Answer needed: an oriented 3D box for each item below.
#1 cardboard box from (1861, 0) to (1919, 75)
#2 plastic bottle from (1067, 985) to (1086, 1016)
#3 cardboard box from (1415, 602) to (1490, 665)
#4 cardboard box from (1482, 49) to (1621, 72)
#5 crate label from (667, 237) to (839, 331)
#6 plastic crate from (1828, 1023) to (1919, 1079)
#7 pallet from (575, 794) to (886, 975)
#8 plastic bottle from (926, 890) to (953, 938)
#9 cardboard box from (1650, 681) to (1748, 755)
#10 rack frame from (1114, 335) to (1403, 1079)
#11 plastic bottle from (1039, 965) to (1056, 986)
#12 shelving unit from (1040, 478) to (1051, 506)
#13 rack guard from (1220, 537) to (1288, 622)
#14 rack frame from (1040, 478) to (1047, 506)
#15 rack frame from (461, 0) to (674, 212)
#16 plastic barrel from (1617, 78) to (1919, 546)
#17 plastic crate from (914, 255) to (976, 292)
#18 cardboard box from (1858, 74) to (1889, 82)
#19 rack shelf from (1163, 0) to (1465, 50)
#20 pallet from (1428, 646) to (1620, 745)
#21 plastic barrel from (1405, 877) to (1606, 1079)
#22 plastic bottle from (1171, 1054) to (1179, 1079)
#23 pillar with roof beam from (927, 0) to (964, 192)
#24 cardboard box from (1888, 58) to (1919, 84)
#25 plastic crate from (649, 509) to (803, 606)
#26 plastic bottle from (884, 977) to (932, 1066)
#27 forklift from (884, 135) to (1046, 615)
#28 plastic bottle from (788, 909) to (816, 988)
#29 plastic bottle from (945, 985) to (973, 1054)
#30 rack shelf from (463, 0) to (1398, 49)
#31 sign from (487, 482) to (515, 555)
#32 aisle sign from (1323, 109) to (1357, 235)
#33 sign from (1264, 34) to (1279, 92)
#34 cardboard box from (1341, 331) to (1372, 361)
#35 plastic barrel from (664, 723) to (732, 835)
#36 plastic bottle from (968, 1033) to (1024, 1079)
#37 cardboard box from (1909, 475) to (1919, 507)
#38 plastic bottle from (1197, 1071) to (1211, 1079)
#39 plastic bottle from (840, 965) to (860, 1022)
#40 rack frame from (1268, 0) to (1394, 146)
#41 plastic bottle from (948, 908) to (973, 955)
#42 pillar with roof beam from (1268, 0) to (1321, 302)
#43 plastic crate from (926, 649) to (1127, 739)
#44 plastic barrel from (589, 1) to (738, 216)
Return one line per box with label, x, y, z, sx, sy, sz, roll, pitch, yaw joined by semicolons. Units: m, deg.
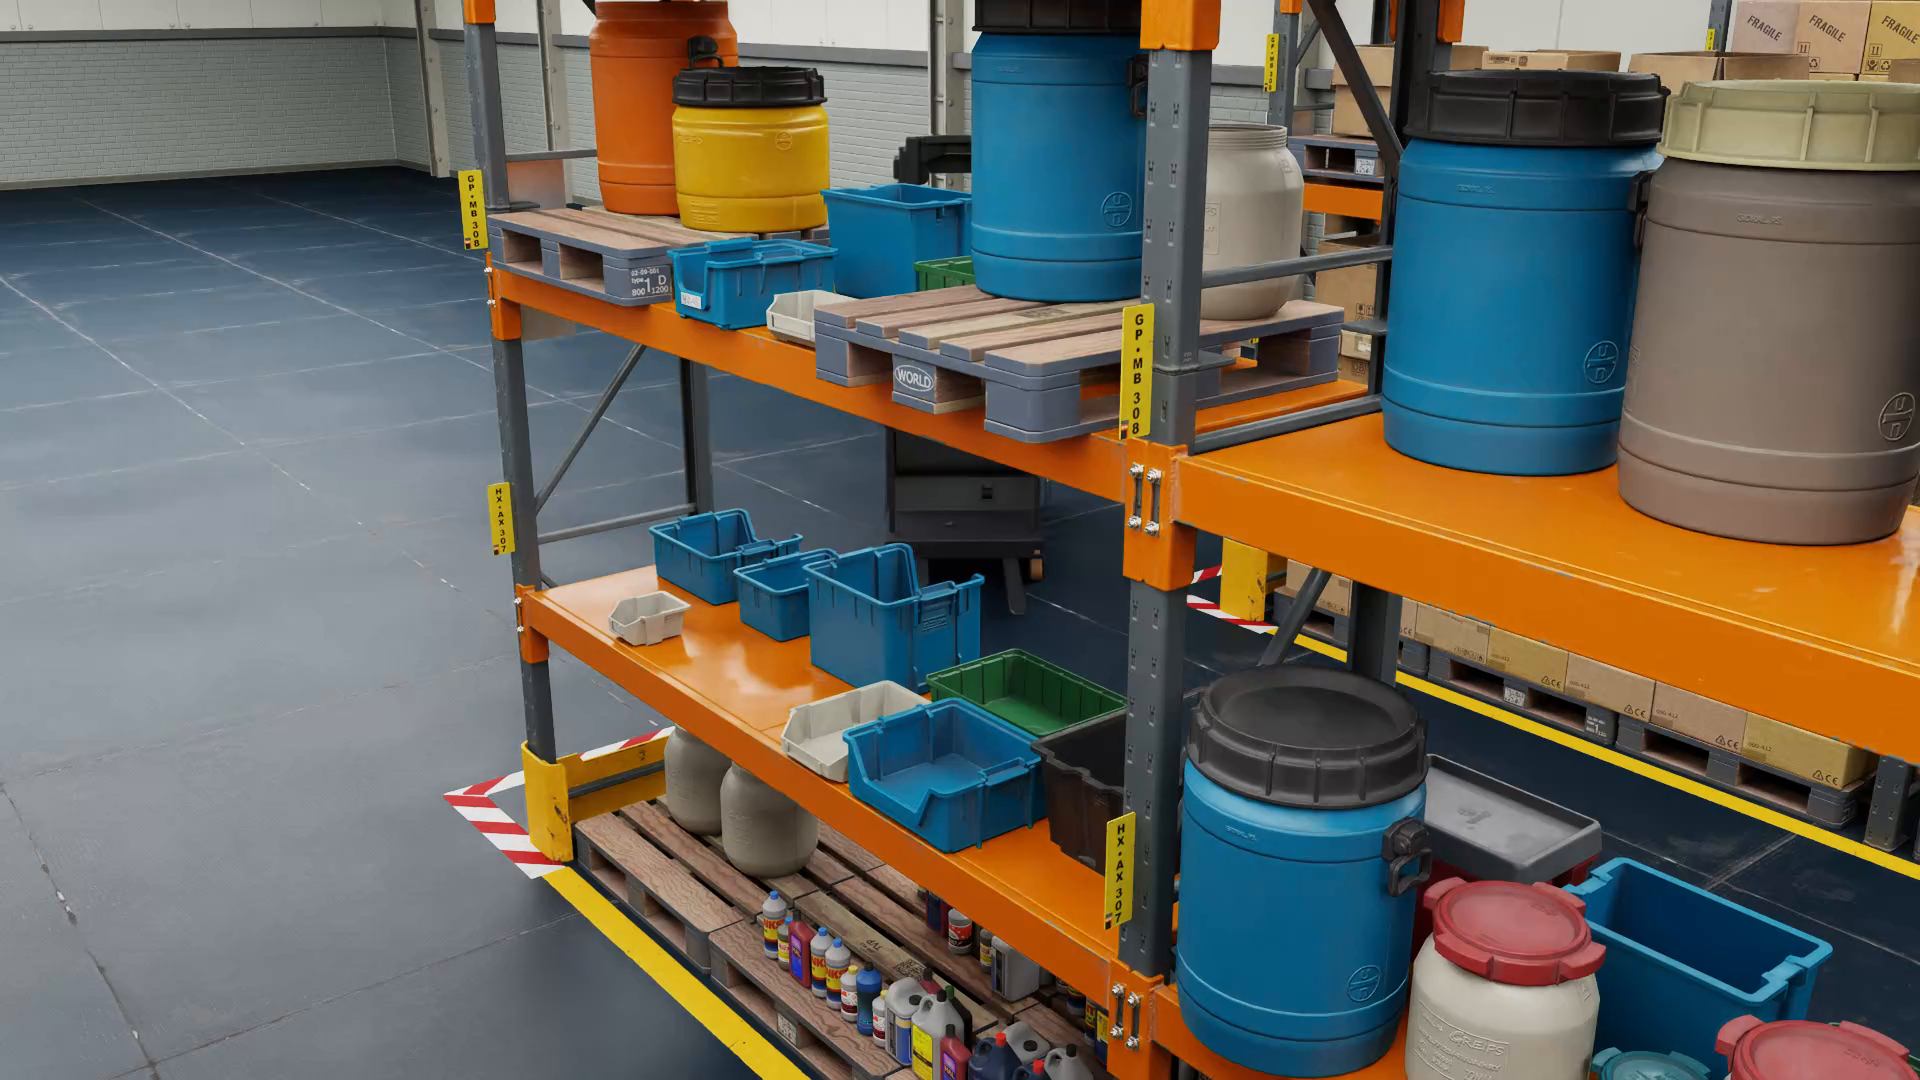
cardboard box;6.797;-3.558;11.784;0.500;0.500;0.500;-13;22;-35
plastic bottle;0.453;1.647;6.256;0.097;0.271;0.097;0;18;0
cardboard box;3.050;0.492;9.810;0.500;0.250;0.500;-14;23;-36
cardboard box;3.085;-2.310;8.744;0.500;0.500;0.500;-14;23;-36
crate label;-0.714;-0.897;5.764;0.502;0.251;0.408;-14;23;-36
plastic crate;2.169;1.391;3.727;0.450;0.188;0.662;-14;23;-36
pallet;-1.033;1.465;7.601;1.003;0.211;1.213;-14;23;-36
plastic bottle;-0.081;1.467;6.782;0.061;0.283;0.133;-14;23;-36
cardboard box;3.990;0.860;8.700;0.500;0.250;0.500;-14;23;-36
rack frame;0.867;0.916;4.823;1.000;3.000;0.127;-14;23;-36
plastic bottle;0.310;1.534;6.472;0.144;0.351;0.185;-14;23;-37
shelving unit;0.592;-0.737;13.156;0.258;0.900;0.210;4;19;12
rack guard;2.253;0.146;11.127;1.175;0.500;0.348;-14;23;-36
rack frame;0.570;-0.706;13.062;0.240;0.900;0.006;4;19;12
rack frame;-1.617;-2.917;6.856;1.000;3.000;0.127;-14;23;-36
plastic barrel;1.759;-0.501;3.535;0.600;0.901;0.600;0;18;0
plastic crate;0.100;-0.849;5.719;0.336;0.188;0.450;-14;23;-36
cardboard box;6.792;-3.086;11.948;0.500;0.500;0.500;-13;22;-34
rack shelf;2.108;-0.907;2.567;1.077;0.370;4.000;-14;23;-36
pallet;3.529;0.769;9.703;1.003;0.211;1.213;-14;23;-36
plastic barrel;1.289;1.131;3.960;0.433;0.535;0.433;0;18;0
plastic bottle;0.707;1.780;5.837;0.061;0.283;0.133;-14;23;-36
pillar with roof beam;-3.564;-6.964;19.077;9.100;9.000;0.400;-14;23;-36
cardboard box;4.646;-1.962;7.695;0.500;0.500;0.500;-12;22;-32
plastic crate;-1.072;0.066;7.627;0.499;0.251;0.616;-14;23;-36
plastic bottle;-0.177;1.730;5.998;0.152;0.276;0.135;-13;23;-35
forklift;0.022;-1.195;11.309;1.130;2.935;3.031;0;18;-1
plastic bottle;-0.609;1.578;6.445;0.061;0.283;0.133;-14;23;-35
plastic bottle;-0.015;1.741;5.953;0.061;0.283;0.133;-14;23;-36
rack shelf;-0.375;-1.893;5.544;1.077;0.370;4.000;-14;23;-36
sign;-2.051;-0.094;7.435;0.100;0.325;0.005;-14;23;-36
aisle sign;2.458;-2.343;10.530;0.394;0.787;0.004;-14;23;-36
sign;1.829;-2.805;9.772;0.100;0.325;0.005;-14;23;-36
cardboard box;2.509;-1.187;9.985;0.380;0.149;0.250;-15;23;-37
plastic barrel;-1.148;1.060;7.680;0.421;0.512;0.421;0;18;0
plastic bottle;0.122;1.815;5.622;0.144;0.351;0.185;-15;24;-39
cardboard box;4.471;-0.205;8.050;0.700;0.500;0.500;-15;23;-38
plastic bottle;0.886;1.822;5.840;0.097;0.201;0.097;0;18;0
plastic bottle;-0.399;1.691;6.234;0.097;0.201;0.097;0;18;0
rack frame;2.268;-3.883;9.773;1.000;3.000;0.127;-14;23;-36
plastic bottle;0.002;1.548;6.668;0.097;0.201;0.097;0;18;0
pillar with roof beam;0.162;-5.485;14.612;9.100;9.000;0.400;-14;23;-36
plastic crate;0.245;0.627;6.033;0.450;0.188;0.662;-14;23;-36
plastic barrel;-1.216;-1.801;6.908;0.600;0.830;0.708;-14;23;-36
